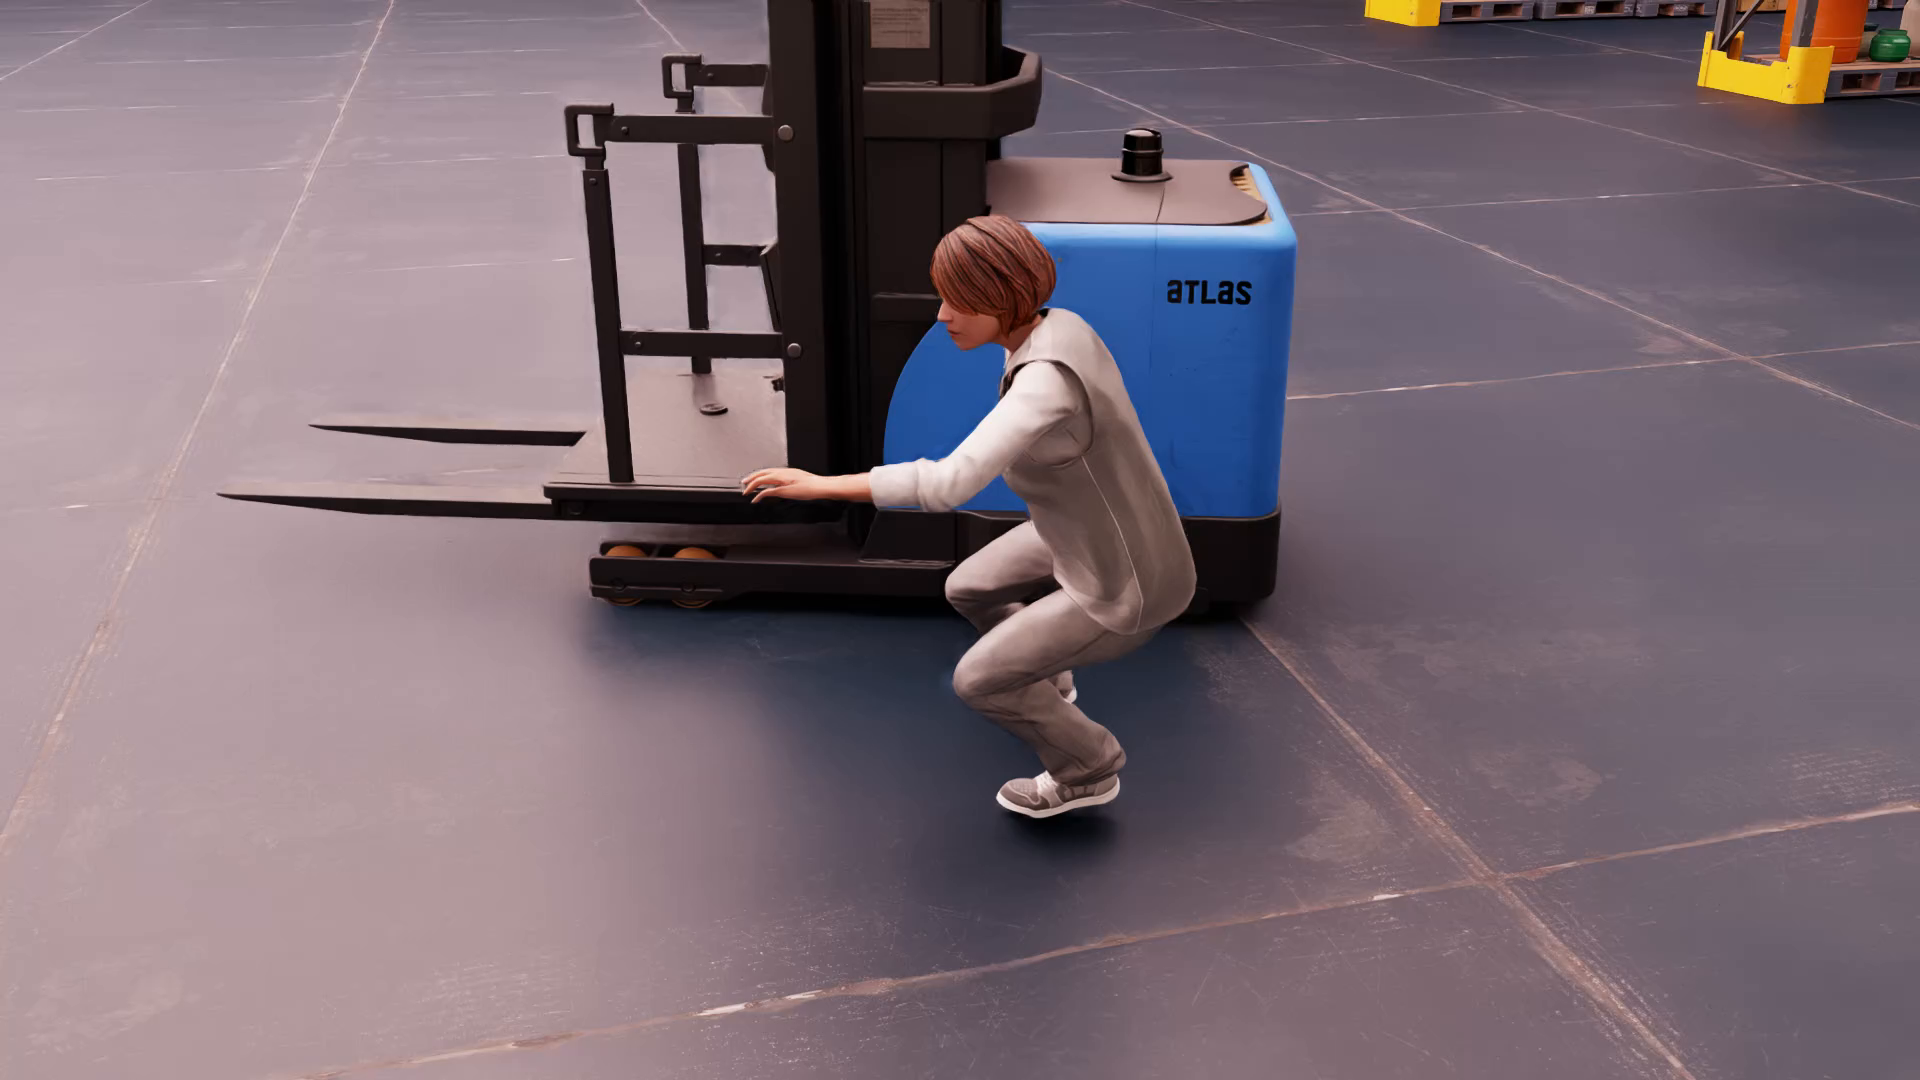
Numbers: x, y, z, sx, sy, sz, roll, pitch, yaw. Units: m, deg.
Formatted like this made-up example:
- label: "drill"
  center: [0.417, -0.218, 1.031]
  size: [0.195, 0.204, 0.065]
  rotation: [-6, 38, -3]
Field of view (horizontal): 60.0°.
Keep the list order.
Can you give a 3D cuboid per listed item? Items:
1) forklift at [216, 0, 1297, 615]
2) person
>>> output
- label: "forklift"
  center: [-0.615, -1.362, 4.510]
  size: [3.031, 2.935, 1.130]
  rotation: [2, 23, 4]
- label: "person"
  center: [0.031, -0.008, 3.306]
  size: [0.843, 1.335, 1.005]
  rotation: [-1, 23, -2]
